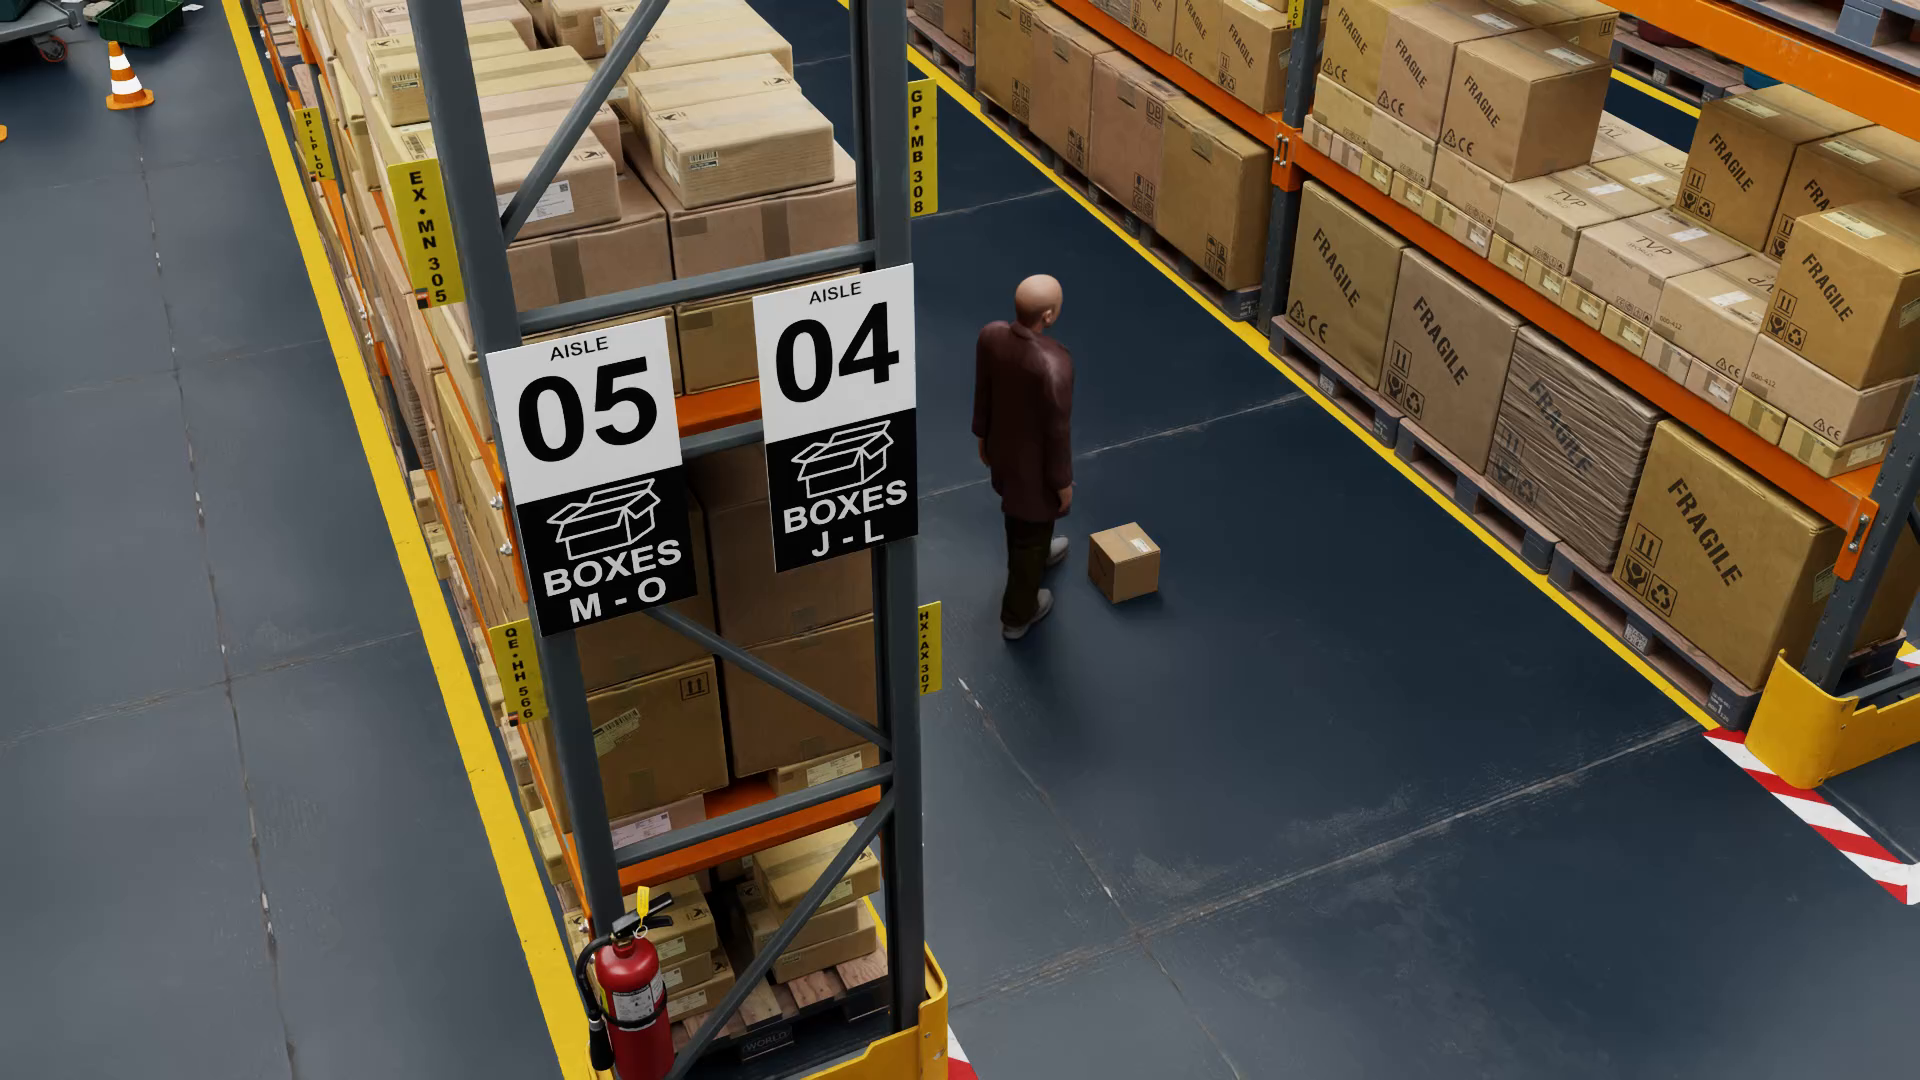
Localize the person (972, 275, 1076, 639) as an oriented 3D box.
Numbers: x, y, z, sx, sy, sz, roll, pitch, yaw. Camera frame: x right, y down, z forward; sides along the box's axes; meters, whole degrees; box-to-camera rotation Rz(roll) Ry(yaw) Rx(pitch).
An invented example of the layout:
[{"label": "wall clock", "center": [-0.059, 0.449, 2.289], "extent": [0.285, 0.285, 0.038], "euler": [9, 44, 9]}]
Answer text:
[{"label": "person", "center": [0.396, -0.426, 7.424], "extent": [0.663, 1.777, 0.620], "euler": [-26, 44, -31]}]
